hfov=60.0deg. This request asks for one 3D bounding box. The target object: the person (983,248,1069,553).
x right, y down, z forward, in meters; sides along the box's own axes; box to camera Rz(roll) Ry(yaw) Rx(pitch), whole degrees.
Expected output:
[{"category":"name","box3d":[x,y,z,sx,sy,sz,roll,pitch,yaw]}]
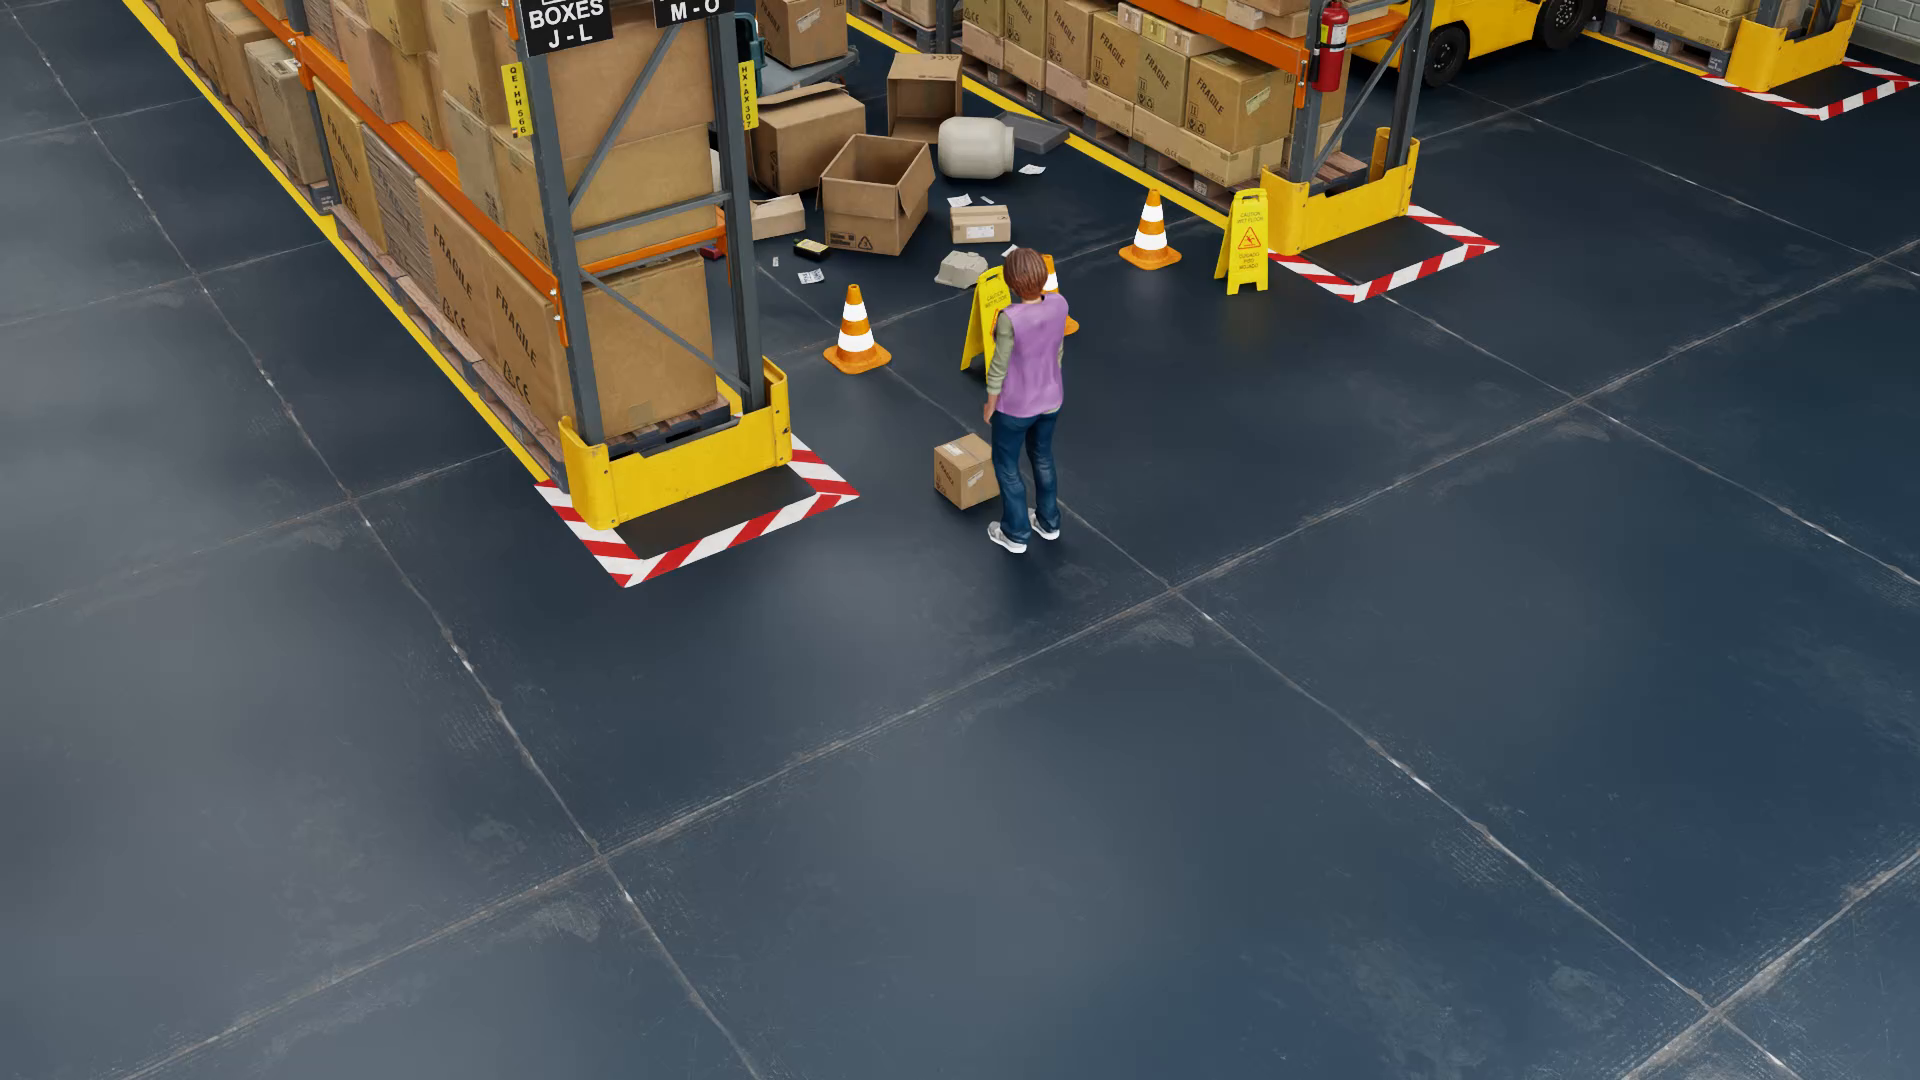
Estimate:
[{"category":"person","box3d":[0.304,-0.638,7.877,0.408,1.580,0.299,-22,42,-27]}]
